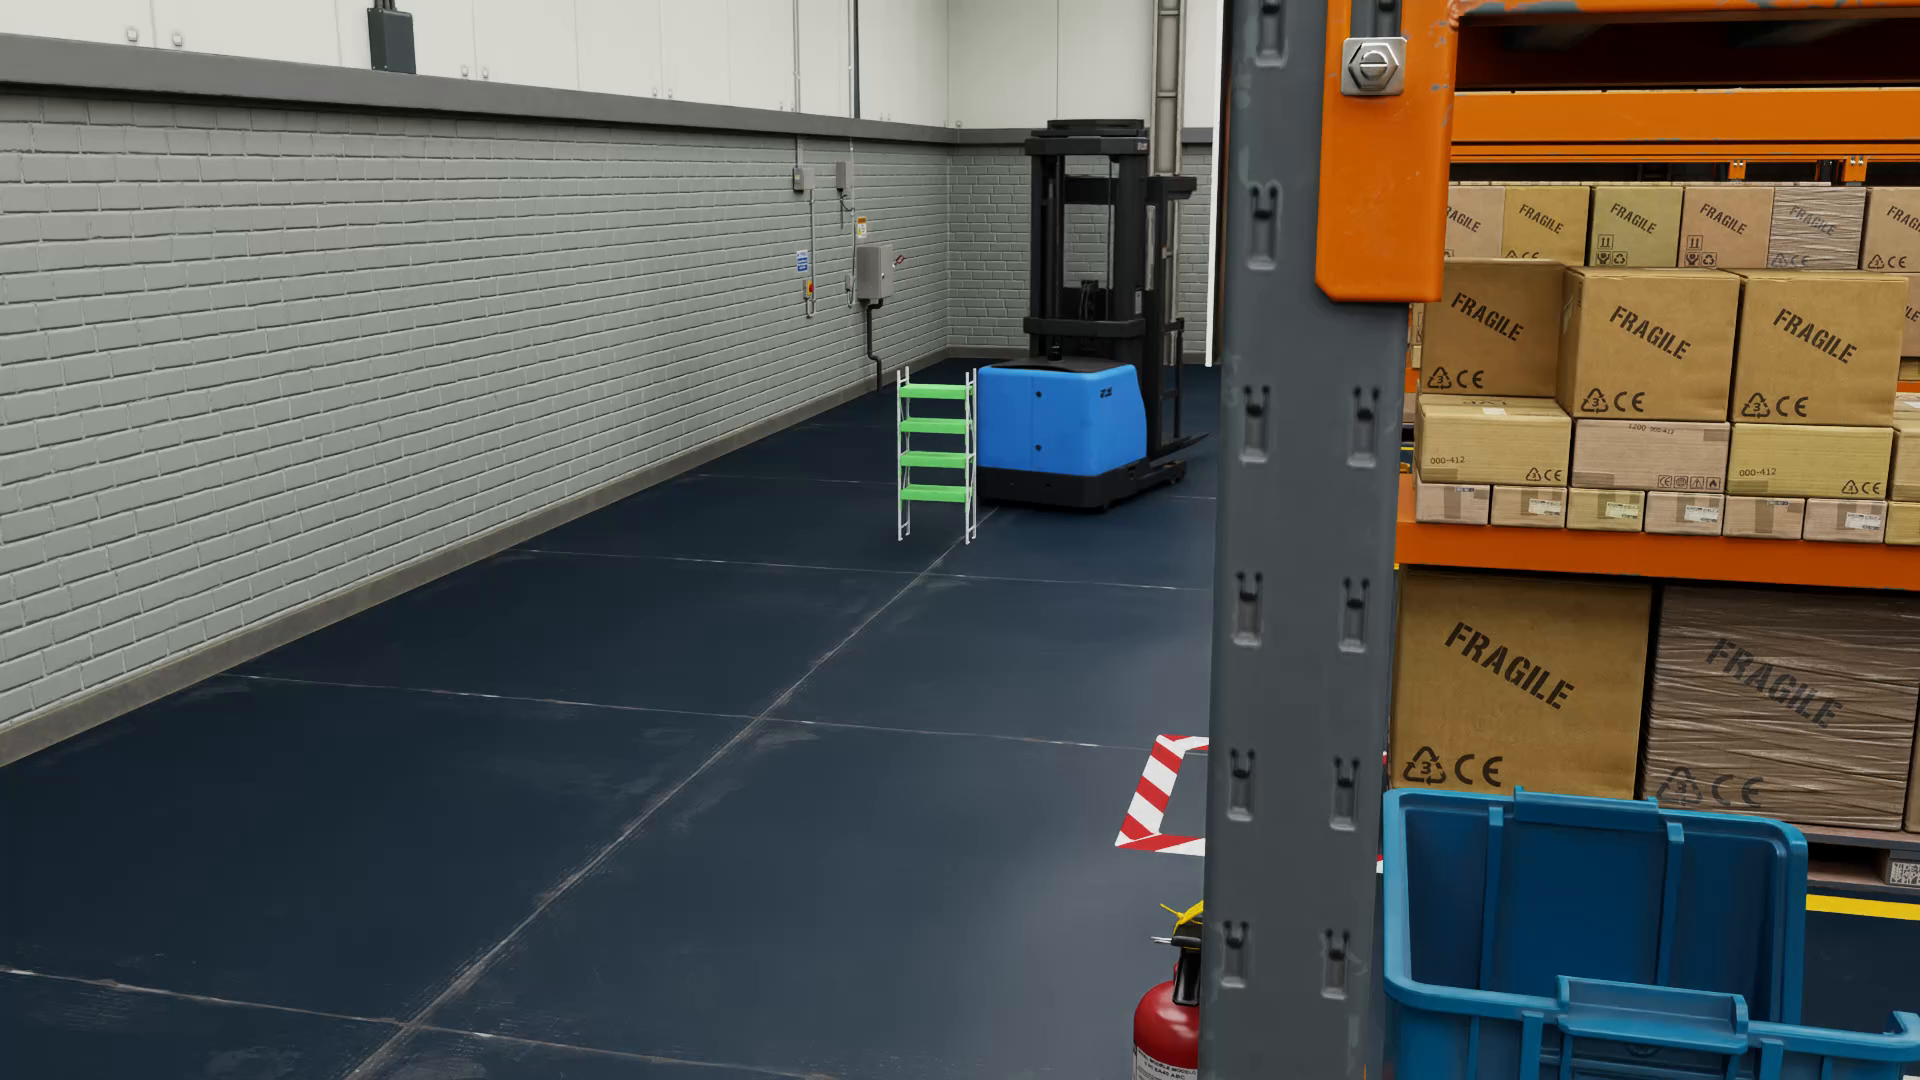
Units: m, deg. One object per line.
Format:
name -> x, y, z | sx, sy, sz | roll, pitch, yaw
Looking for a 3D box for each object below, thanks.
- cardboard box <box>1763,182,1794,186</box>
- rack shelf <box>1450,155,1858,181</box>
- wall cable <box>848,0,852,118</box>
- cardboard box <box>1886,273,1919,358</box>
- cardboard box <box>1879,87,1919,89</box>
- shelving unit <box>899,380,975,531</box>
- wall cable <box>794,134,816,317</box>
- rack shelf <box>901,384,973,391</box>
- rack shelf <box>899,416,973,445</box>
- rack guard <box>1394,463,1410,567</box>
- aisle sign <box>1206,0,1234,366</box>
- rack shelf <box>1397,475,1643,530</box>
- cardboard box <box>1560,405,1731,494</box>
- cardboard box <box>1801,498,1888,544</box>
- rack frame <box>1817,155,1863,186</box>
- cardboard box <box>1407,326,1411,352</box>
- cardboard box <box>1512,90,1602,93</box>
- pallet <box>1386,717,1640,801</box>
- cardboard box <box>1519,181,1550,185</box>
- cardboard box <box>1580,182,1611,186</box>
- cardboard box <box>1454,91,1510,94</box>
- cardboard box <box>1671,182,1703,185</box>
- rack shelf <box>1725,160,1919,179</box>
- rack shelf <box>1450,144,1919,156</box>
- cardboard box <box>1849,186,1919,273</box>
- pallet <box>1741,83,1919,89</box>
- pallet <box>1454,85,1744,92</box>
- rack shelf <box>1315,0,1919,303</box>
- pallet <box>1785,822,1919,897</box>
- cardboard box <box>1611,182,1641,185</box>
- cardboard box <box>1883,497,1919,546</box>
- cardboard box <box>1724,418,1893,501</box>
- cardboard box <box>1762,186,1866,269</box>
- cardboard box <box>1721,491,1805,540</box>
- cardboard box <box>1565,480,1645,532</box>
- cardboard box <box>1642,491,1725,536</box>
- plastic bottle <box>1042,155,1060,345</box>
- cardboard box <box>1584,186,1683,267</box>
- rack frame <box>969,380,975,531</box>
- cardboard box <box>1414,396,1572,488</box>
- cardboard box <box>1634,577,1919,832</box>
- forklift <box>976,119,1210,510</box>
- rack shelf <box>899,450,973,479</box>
cardboard box -> 7.204, -3.096, 14.724 | 0.250, 0.149, 0.380 | 3, 13, 15
rack shelf -> 5.867, -3.473, 15.199 | 4.000, 0.370, 1.077 | 3, 13, 14
wall cable -> -1.482, -5.787, 17.040 | 0.029, 3.000, 2.355 | 3, 13, 14
cardboard box -> 5.680, -1.397, 10.188 | 0.500, 0.500, 0.500 | 3, 13, 12
cardboard box -> 5.698, -2.598, 9.941 | 0.500, 0.250, 0.500 | 3, 13, 13
shelving unit -> -0.157, -0.594, 11.642 | 0.487, 1.046, 0.258 | 3, 13, 14
wall cable -> -1.555, -3.263, 17.097 | 0.123, 1.953, 0.585 | 3, 13, 14
rack shelf -> -0.161, -1.053, 11.541 | 0.457, 0.021, 0.221 | 3, 13, 14
rack shelf -> -0.161, -0.766, 11.604 | 0.480, 0.148, 0.258 | 3, 13, 14
rack guard -> 2.911, -0.193, 11.451 | 0.348, 0.500, 1.175 | 3, 13, 14
aisle sign -> 0.223, -0.549, 1.280 | 0.004, 0.787, 0.394 | 3, 13, 14
rack shelf -> 3.493, -0.055, 6.102 | 3.809, 0.052, 0.919 | 3, 13, 14
cardboard box -> 2.459, -0.345, 6.021 | 0.500, 0.250, 0.500 | 3, 13, 13
cardboard box -> 3.065, -0.103, 5.854 | 0.250, 0.149, 0.380 | 3, 13, 13
rack frame -> 7.809, -2.256, 14.978 | 0.127, 3.000, 1.000 | 3, 13, 14
cardboard box -> 5.682, -2.443, 20.612 | 0.637, 0.503, 0.797 | 3, 13, 11
cardboard box -> 3.722, -2.704, 10.415 | 0.500, 0.250, 0.500 | 3, 13, 15
pallet -> 2.346, 1.006, 6.710 | 1.213, 0.211, 1.003 | 3, 13, 14
cardboard box -> 5.228, -3.192, 15.160 | 0.250, 0.149, 0.380 | 3, 13, 14
cardboard box -> 5.699, -3.152, 14.976 | 0.250, 0.149, 0.380 | 3, 13, 12
cardboard box -> 3.212, -2.732, 10.543 | 0.500, 0.250, 0.500 | 4, 13, 16
cardboard box -> 6.462, -3.125, 14.858 | 0.250, 0.149, 0.380 | 3, 13, 13
rack shelf -> 10.936, -4.310, 18.969 | 4.000, 0.370, 1.077 | 3, 13, 14
rack shelf -> 4.779, -2.427, 10.484 | 4.000, 0.370, 1.077 | 3, 13, 14
cardboard box -> 5.697, -1.886, 10.081 | 0.500, 0.500, 0.500 | 3, 13, 12
pallet -> 3.462, -1.702, 5.759 | 1.213, 0.211, 1.003 | 3, 13, 14
pallet -> 2.274, -1.765, 6.042 | 1.213, 0.211, 1.003 | 3, 13, 14
rack shelf -> 2.306, -0.348, 1.112 | 4.000, 0.370, 1.077 | 3, 13, 14
pallet -> 3.527, 1.070, 6.423 | 1.213, 0.211, 1.003 | 3, 13, 14
cardboard box -> 5.965, -3.148, 14.961 | 0.250, 0.149, 0.380 | 3, 13, 14
cardboard box -> 3.310, -0.090, 5.794 | 0.250, 0.149, 0.380 | 3, 13, 12
cardboard box -> 2.946, -0.318, 5.901 | 0.500, 0.250, 0.500 | 3, 13, 12
cardboard box -> 5.203, -1.915, 10.214 | 0.500, 0.500, 0.500 | 3, 13, 15
cardboard box -> 2.815, -0.117, 5.914 | 0.250, 0.149, 0.380 | 3, 13, 12
cardboard box -> 2.315, -0.143, 6.034 | 0.250, 0.149, 0.380 | 3, 13, 12
cardboard box -> 2.568, -0.130, 5.974 | 0.250, 0.149, 0.380 | 3, 13, 13
plastic bottle -> 7.424, -1.256, 10.471 | 14.589, 2.616, 20.093 | 3, 13, 14
cardboard box -> 4.201, -1.964, 10.436 | 0.500, 0.500, 0.500 | 3, 13, 12
rack frame -> 0.076, -0.582, 11.586 | 0.006, 1.046, 0.228 | 3, 13, 14
cardboard box -> 1.952, -0.370, 6.137 | 0.500, 0.250, 0.500 | 3, 13, 12
cardboard box -> 3.075, 0.516, 6.419 | 0.875, 0.875, 0.875 | 3, 13, 14
forklift -> 1.258, -1.935, 13.690 | 1.130, 2.935, 3.031 | 7, 14, 28
rack shelf -> -0.161, -0.532, 11.656 | 0.480, 0.148, 0.258 | 3, 13, 14
